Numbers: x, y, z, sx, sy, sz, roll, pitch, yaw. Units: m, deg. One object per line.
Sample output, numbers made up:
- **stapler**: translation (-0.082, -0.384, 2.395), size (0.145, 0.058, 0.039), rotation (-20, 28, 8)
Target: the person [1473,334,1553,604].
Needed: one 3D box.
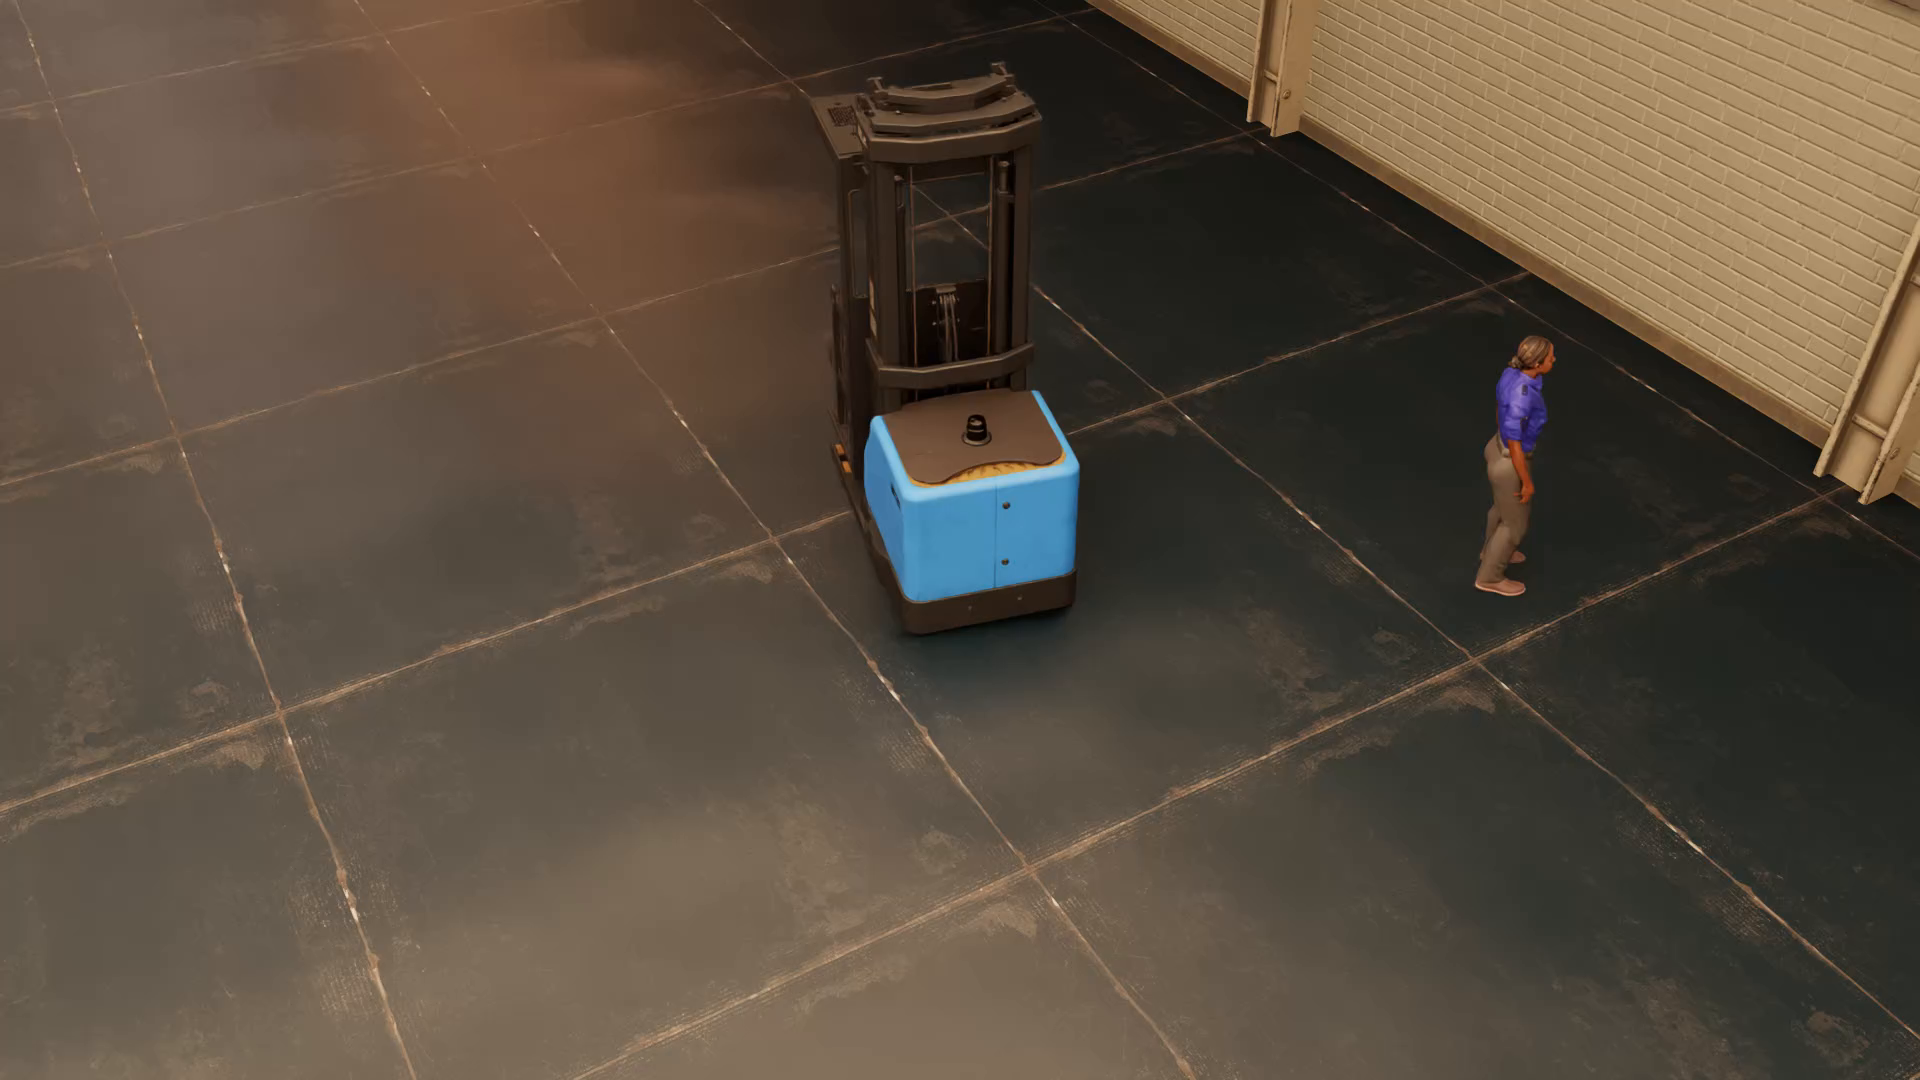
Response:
- **person**: translation (3.245, -0.438, 9.563), size (0.483, 1.662, 0.551), rotation (5, 40, 6)

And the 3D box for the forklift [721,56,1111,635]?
- **forklift**: translation (-0.434, -1.464, 9.801), size (1.130, 2.935, 3.031), rotation (-27, 47, -29)
